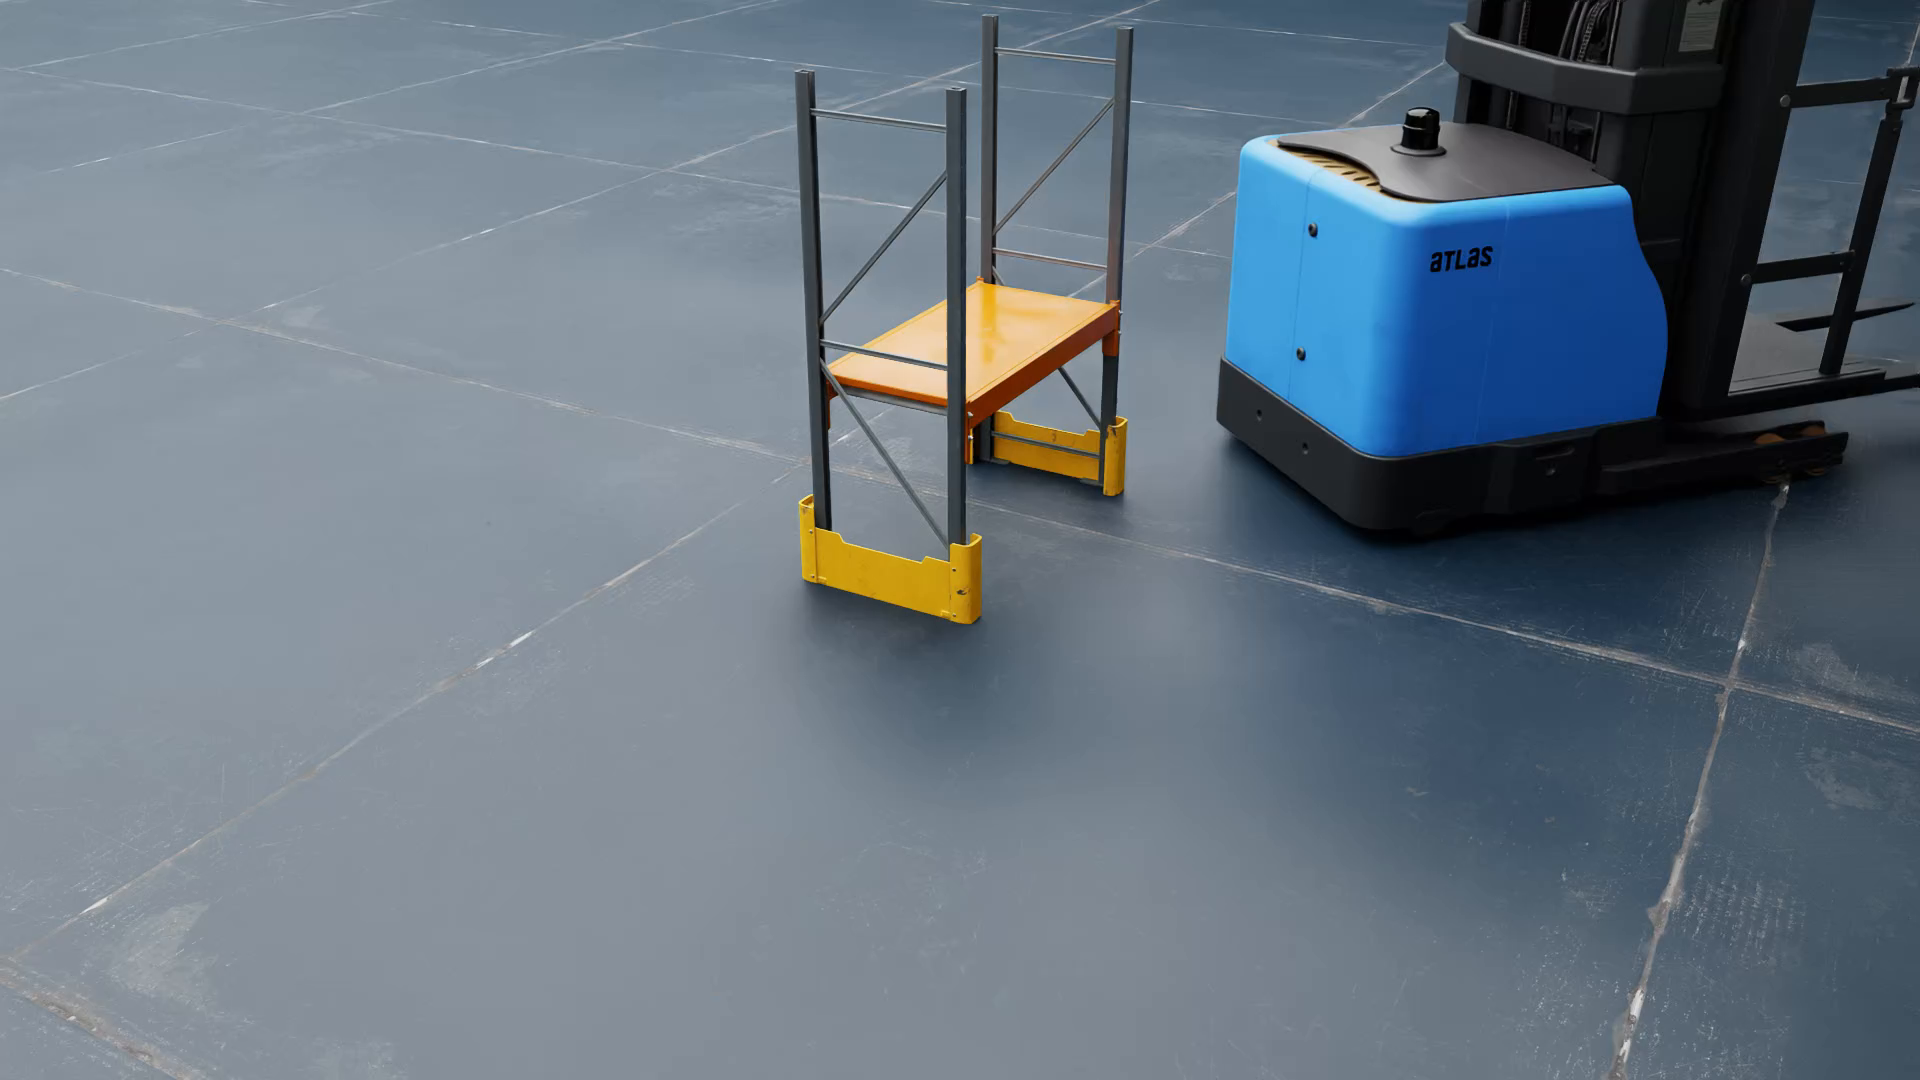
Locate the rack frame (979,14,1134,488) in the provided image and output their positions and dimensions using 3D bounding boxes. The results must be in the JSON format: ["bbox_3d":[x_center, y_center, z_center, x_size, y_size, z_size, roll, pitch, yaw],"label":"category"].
[{"bbox_3d":[0.292,-0.902,5.376,0.500,1.500,0.032,14,30,26],"label":"rack frame"}]

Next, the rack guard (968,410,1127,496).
[{"bbox_3d":[0.282,-0.336,5.641,0.587,0.250,0.087,14,30,26],"label":"rack guard"}]

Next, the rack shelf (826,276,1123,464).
[{"bbox_3d":[0.042,-0.543,5.061,0.538,0.185,1.000,14,30,26],"label":"rack shelf"}]

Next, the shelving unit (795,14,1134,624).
[{"bbox_3d":[0.037,-0.700,4.974,0.587,1.500,1.083,14,30,26],"label":"shelving unit"}]

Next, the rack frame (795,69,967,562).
[{"bbox_3d":[-0.208,-0.506,4.585,0.500,1.500,0.032,14,30,26],"label":"rack frame"}]

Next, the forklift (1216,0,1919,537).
[{"bbox_3d":[2.489,-1.714,5.399,3.031,2.935,1.130,-9,28,-18],"label":"forklift"}]

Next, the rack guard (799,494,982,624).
[{"bbox_3d":[-0.208,0.053,4.866,0.587,0.250,0.087,14,30,26],"label":"rack guard"}]
